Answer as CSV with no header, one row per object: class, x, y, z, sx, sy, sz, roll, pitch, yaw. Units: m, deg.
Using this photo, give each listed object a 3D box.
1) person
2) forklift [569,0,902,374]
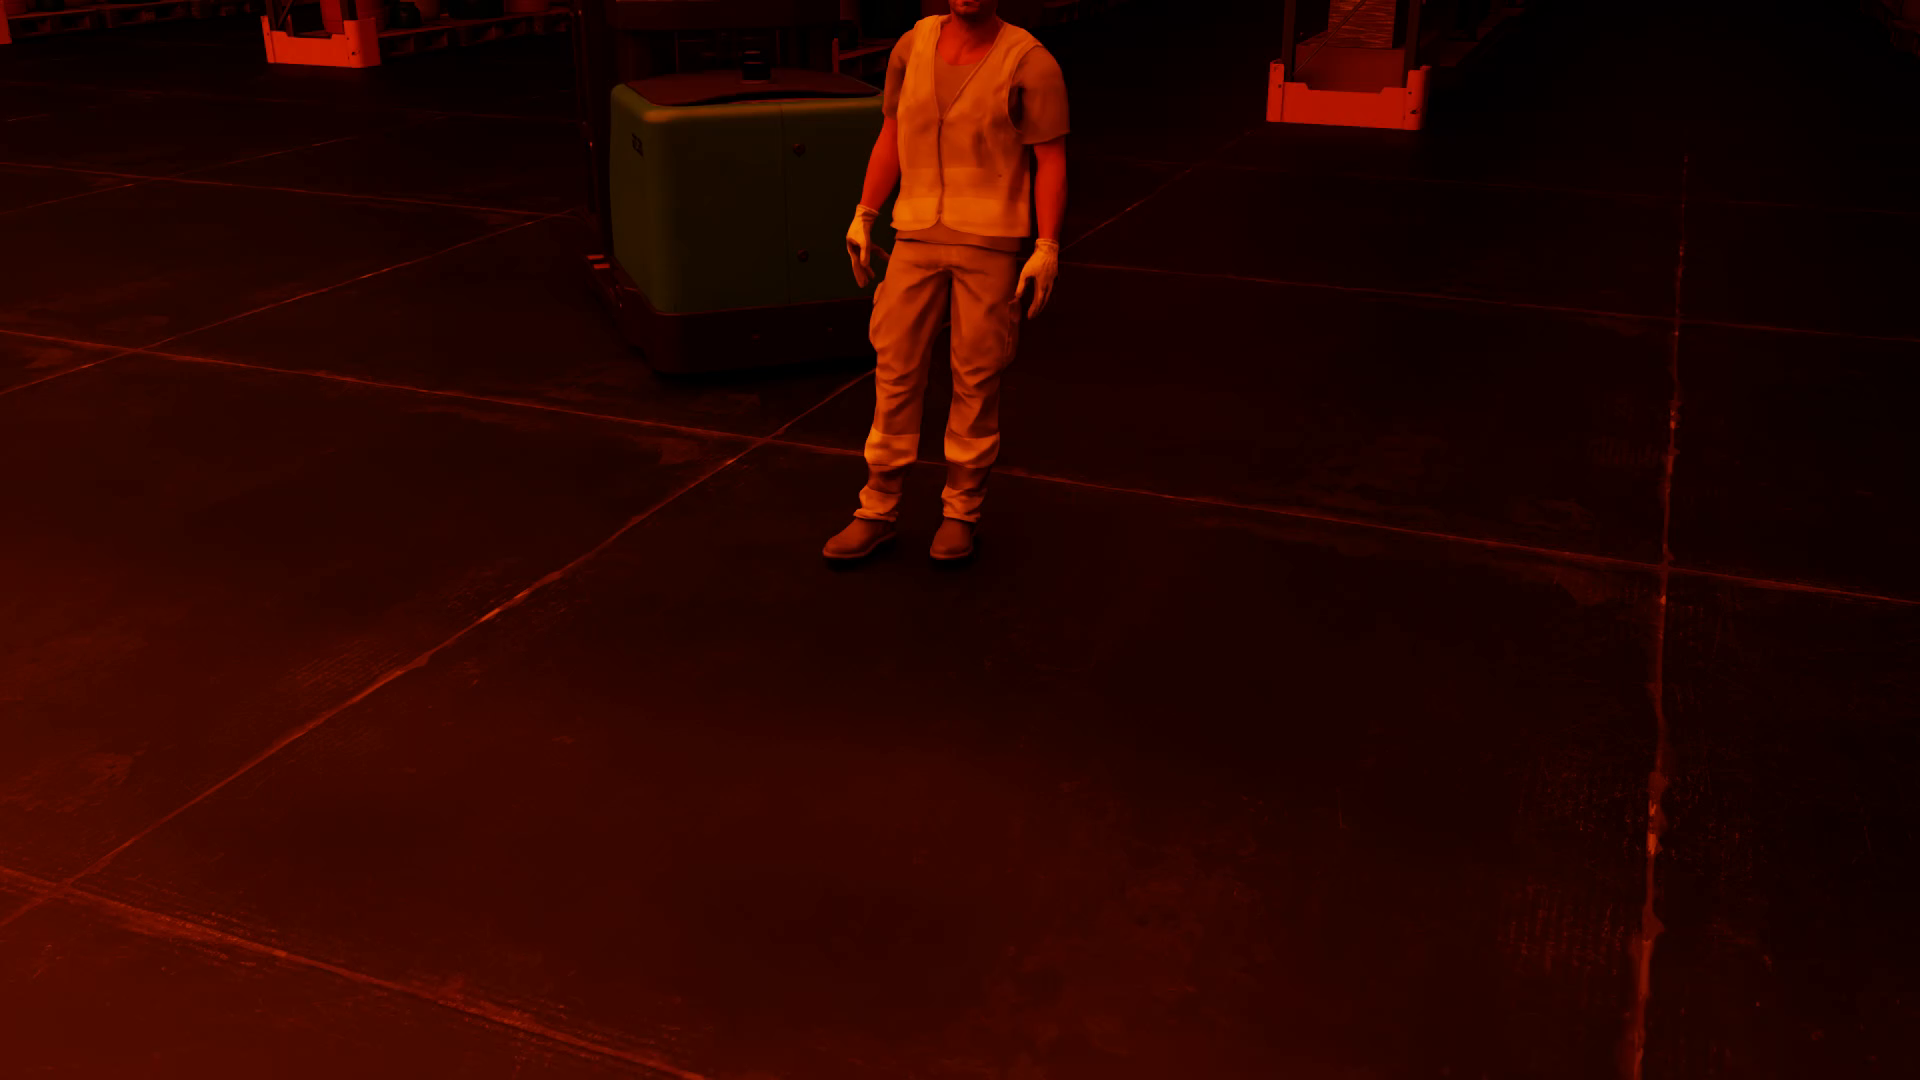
person,-0.042,-0.805,4.680,0.637,1.790,0.562,9,24,21
forklift,-1.181,-2.532,7.350,1.130,2.935,3.031,-8,24,-19
